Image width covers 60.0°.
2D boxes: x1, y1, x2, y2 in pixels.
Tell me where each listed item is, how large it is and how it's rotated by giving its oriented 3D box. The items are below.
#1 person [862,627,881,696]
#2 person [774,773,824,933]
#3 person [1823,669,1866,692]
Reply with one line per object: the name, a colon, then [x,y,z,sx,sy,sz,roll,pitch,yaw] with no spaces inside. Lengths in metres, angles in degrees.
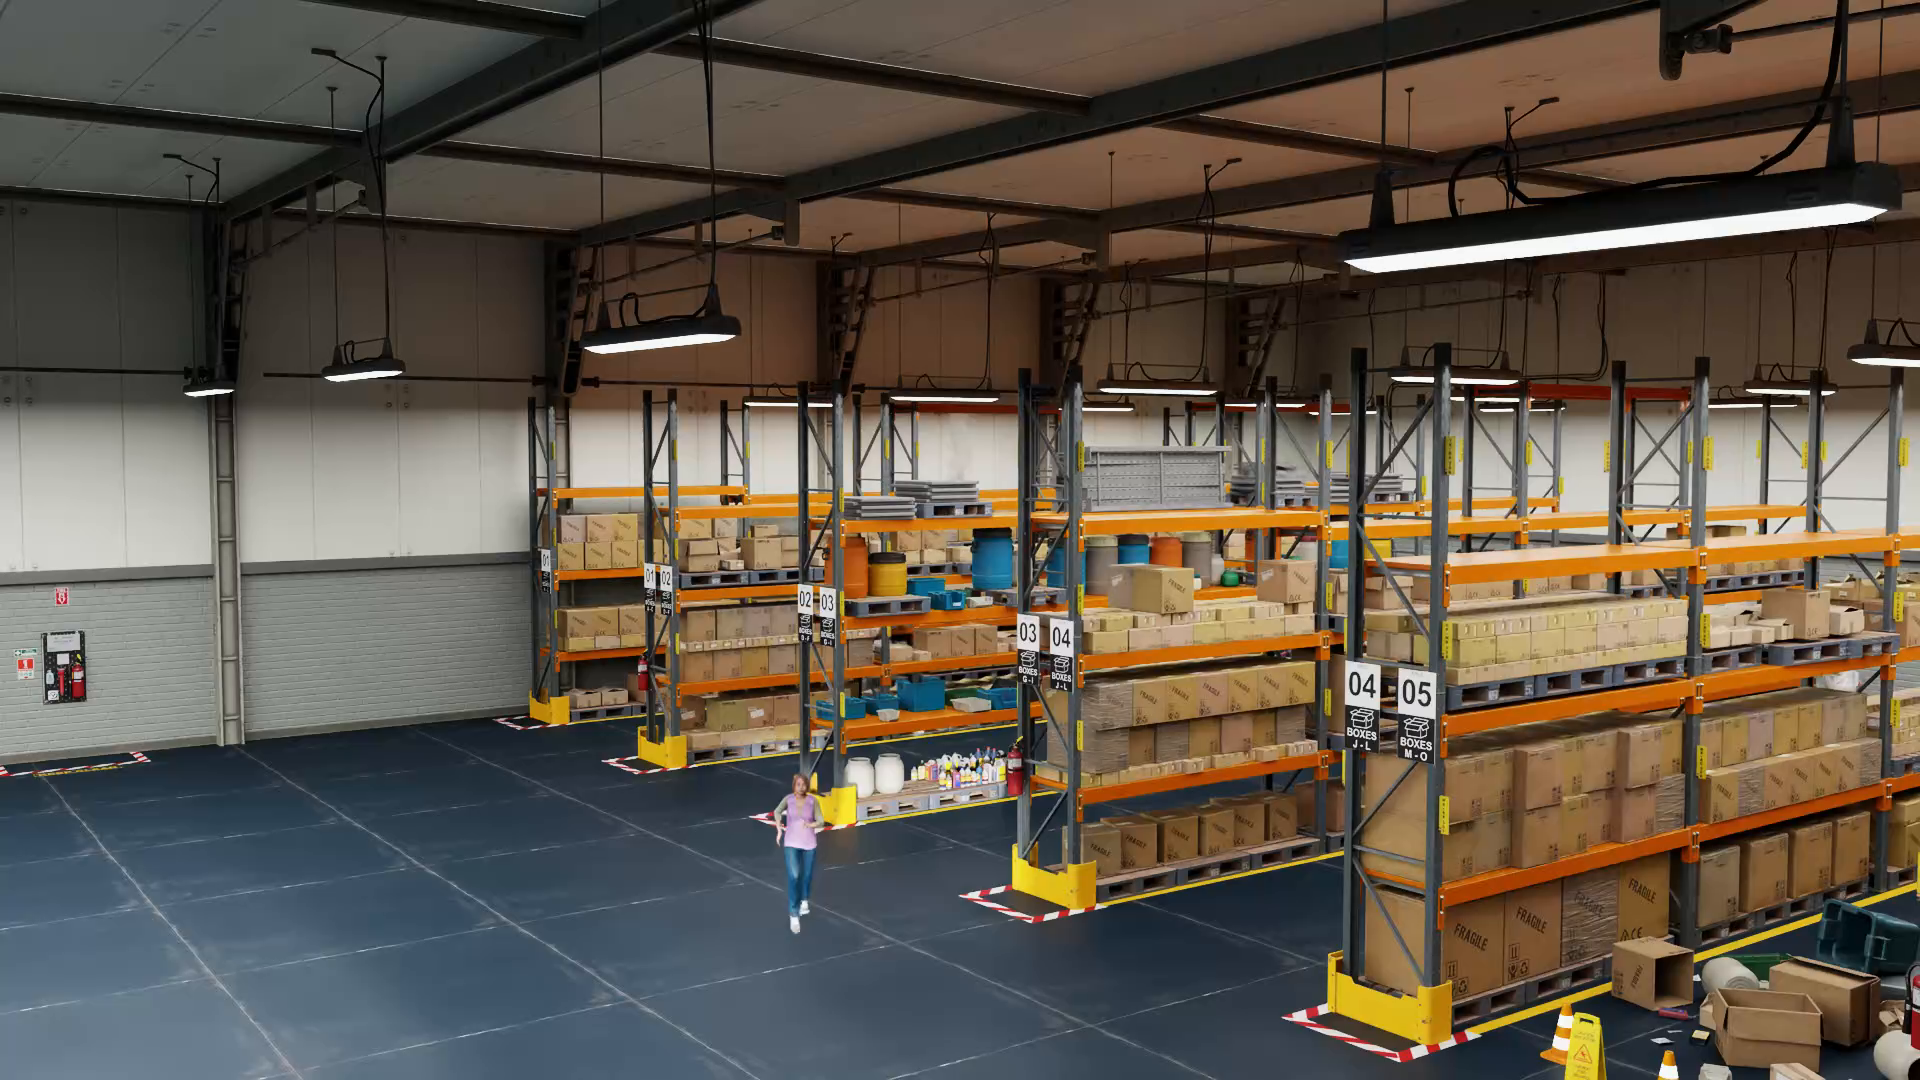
person: [-1.584,2.480,30.859,0.900,1.811,0.705,-3,4,-37]
person: [-1.714,3.307,17.788,0.510,1.645,0.733,-1,3,-11]
person: [15.104,2.621,28.309,0.682,1.738,0.539,-2,4,-25]
